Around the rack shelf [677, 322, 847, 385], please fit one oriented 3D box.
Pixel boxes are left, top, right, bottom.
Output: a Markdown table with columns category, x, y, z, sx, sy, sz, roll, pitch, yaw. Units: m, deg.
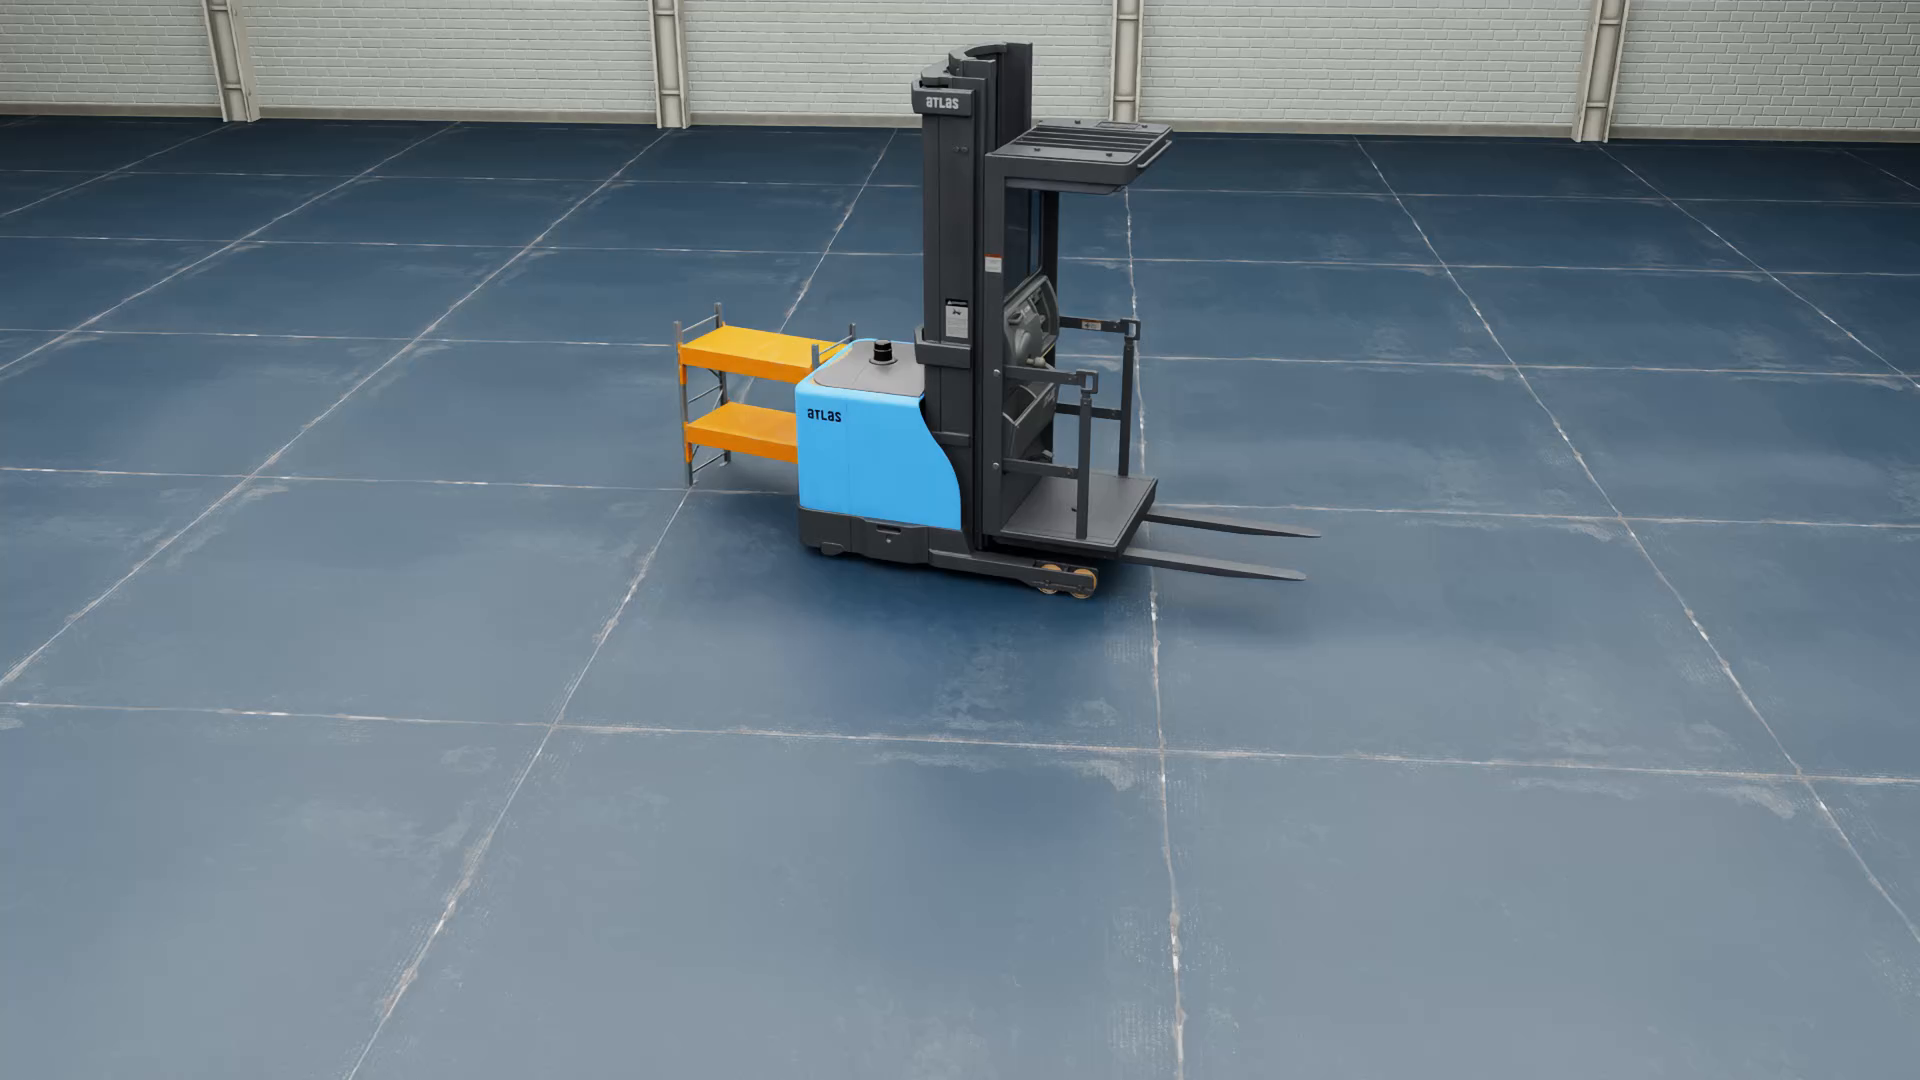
| category | x | y | z | sx | sy | sz | roll | pitch | yaw |
| --- | --- | --- | --- | --- | --- | --- | --- | --- | --- |
| rack shelf | -1.240 | -1.131 | 10.663 | 1.000 | 0.278 | 0.538 | 12 | 27 | 24 |

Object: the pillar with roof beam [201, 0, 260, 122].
| category | x | y | z | sx | sy | sz | roll | pitch | yaw |
| --- | --- | --- | --- | --- | --- | --- | --- | --- | --- |
| pillar with roof beam | -10.146 | -8.045 | 16.969 | 0.400 | 9.000 | 9.100 | 2 | 25 | 4 |

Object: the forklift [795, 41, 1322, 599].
| category | x | y | z | sx | sy | sz | roll | pitch | yaw |
| --- | --- | --- | --- | --- | --- | --- | --- | --- | --- |
| forklift | 0.596 | -1.246 | 9.451 | 3.031 | 2.935 | 1.130 | 8 | 26 | 17 |

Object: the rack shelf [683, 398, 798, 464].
| category | x | y | z | sx | sy | sz | roll | pitch | yaw |
| --- | --- | --- | --- | --- | --- | --- | --- | --- | --- |
| rack shelf | -1.240 | -0.643 | 10.887 | 1.000 | 0.278 | 0.538 | 12 | 27 | 24 |

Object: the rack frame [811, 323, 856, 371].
| category | x | y | z | sx | sy | sz | roll | pitch | yaw |
| --- | --- | --- | --- | --- | --- | --- | --- | --- | --- |
| rack frame | -0.784 | -0.771 | 10.580 | 0.032 | 1.125 | 0.500 | 12 | 27 | 24 |

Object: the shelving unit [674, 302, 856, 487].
| category | x | y | z | sx | sy | sz | roll | pitch | yaw |
| --- | --- | --- | --- | --- | --- | --- | --- | --- | --- |
| shelving unit | -1.240 | -0.865 | 10.785 | 1.048 | 1.125 | 0.538 | 12 | 27 | 24 |

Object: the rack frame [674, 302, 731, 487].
| category | x | y | z | sx | sy | sz | roll | pitch | yaw |
| --- | --- | --- | --- | --- | --- | --- | --- | --- | --- |
| rack frame | -1.695 | -0.960 | 10.991 | 0.032 | 1.125 | 0.500 | 12 | 27 | 24 |

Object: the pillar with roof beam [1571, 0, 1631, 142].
| category | x | y | z | sx | sy | sz | roll | pitch | yaw |
| --- | --- | --- | --- | --- | --- | --- | --- | --- | --- |
| pillar with roof beam | 7.801 | -7.469 | 15.717 | 0.400 | 9.000 | 9.100 | 2 | 25 | 4 |

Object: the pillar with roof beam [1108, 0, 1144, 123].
| category | x | y | z | sx | sy | sz | roll | pitch | yaw |
| --- | --- | --- | --- | --- | --- | --- | --- | --- | --- |
| pillar with roof beam | 1.819 | -7.661 | 16.134 | 0.400 | 9.000 | 9.100 | 2 | 25 | 4 |

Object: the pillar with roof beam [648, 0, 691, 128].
| category | x | y | z | sx | sy | sz | roll | pitch | yaw |
| --- | --- | --- | --- | --- | --- | --- | --- | --- | --- |
| pillar with roof beam | -4.164 | -7.853 | 16.551 | 0.400 | 9.000 | 9.100 | 2 | 25 | 4 |
